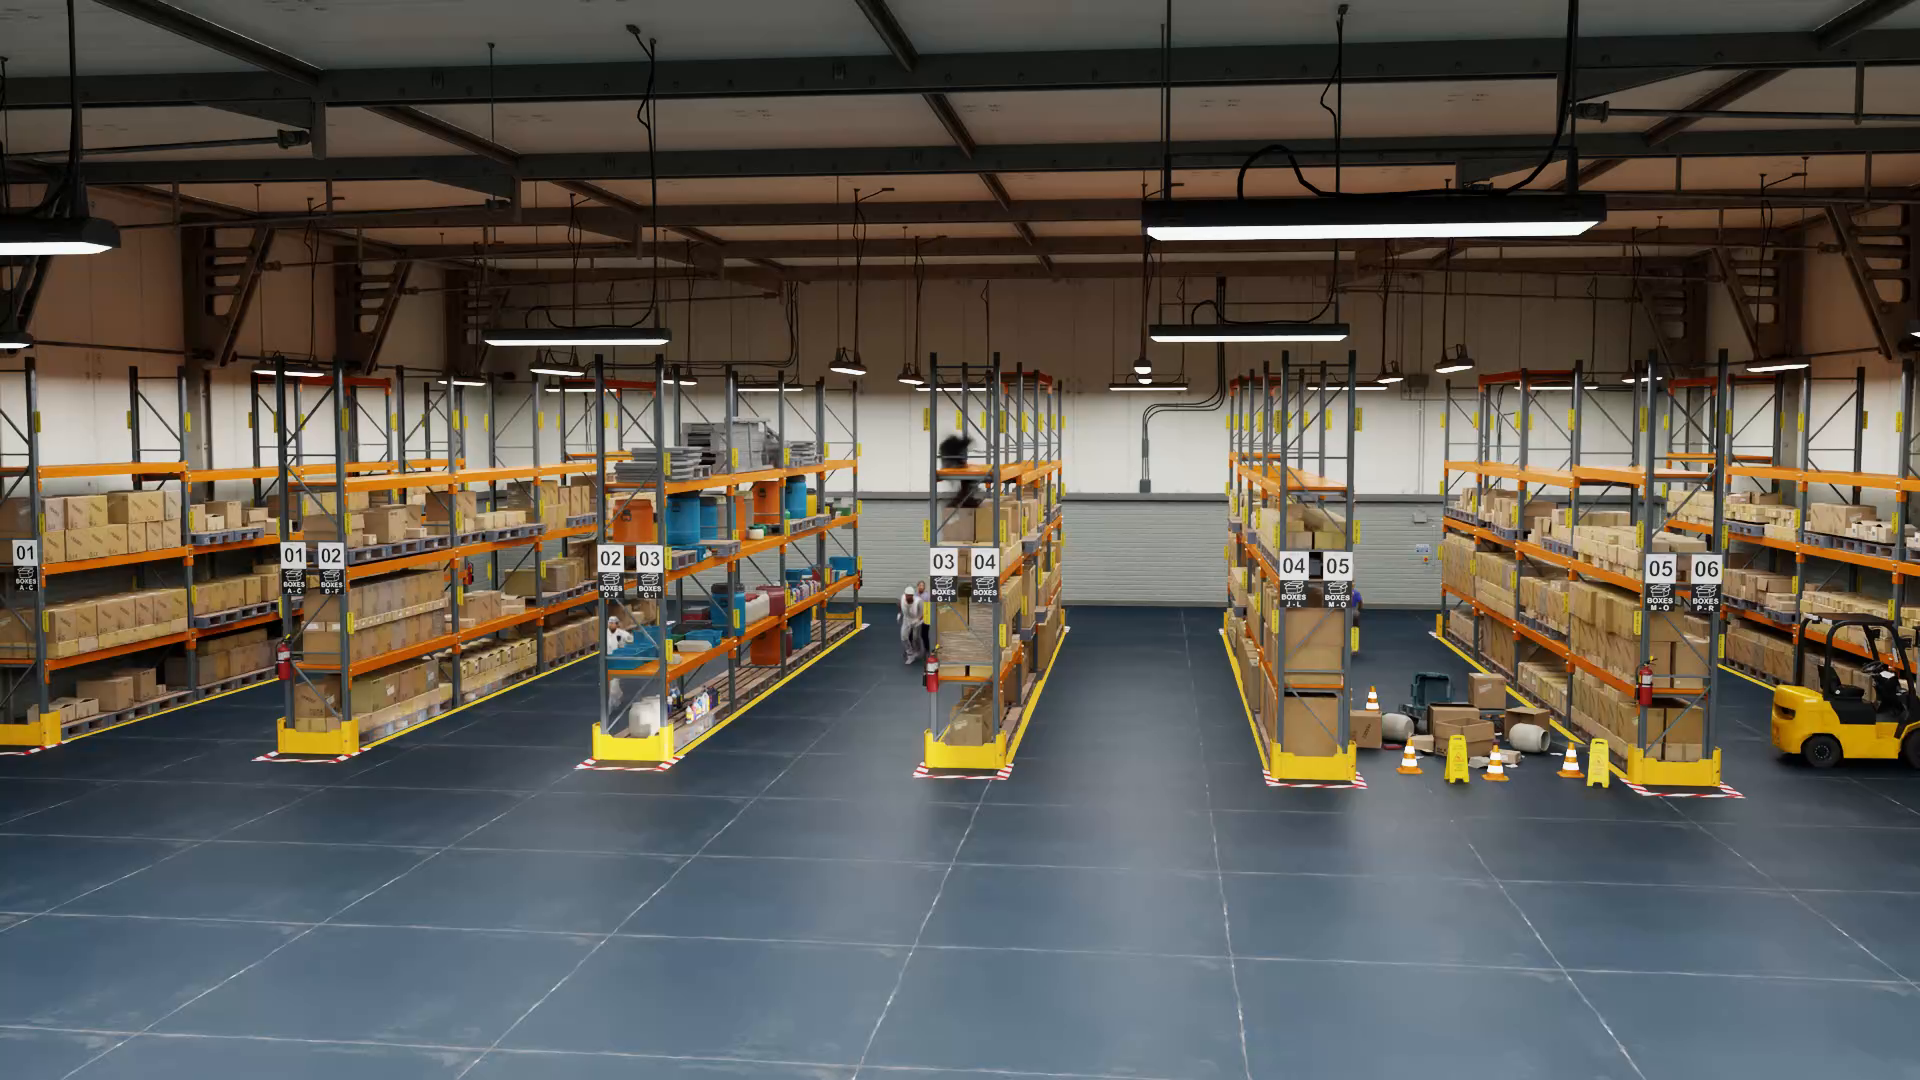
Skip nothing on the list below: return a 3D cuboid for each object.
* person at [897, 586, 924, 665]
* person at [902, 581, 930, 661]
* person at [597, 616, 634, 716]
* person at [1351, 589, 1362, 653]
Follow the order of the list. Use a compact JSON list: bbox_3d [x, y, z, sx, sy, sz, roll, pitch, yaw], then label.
[{"bbox_3d":[-0.969,1.733,34.590,0.709,1.621,1.087,1,4,15],"label":"person"},{"bbox_3d":[-0.837,1.694,35.262,0.605,1.675,0.886,1,4,14],"label":"person"},{"bbox_3d":[-5.929,2.151,28.696,0.603,1.692,0.834,1,4,19],"label":"person"},{"bbox_3d":[8.517,1.678,36.077,0.617,1.591,0.745,-2,4,-26],"label":"person"}]
